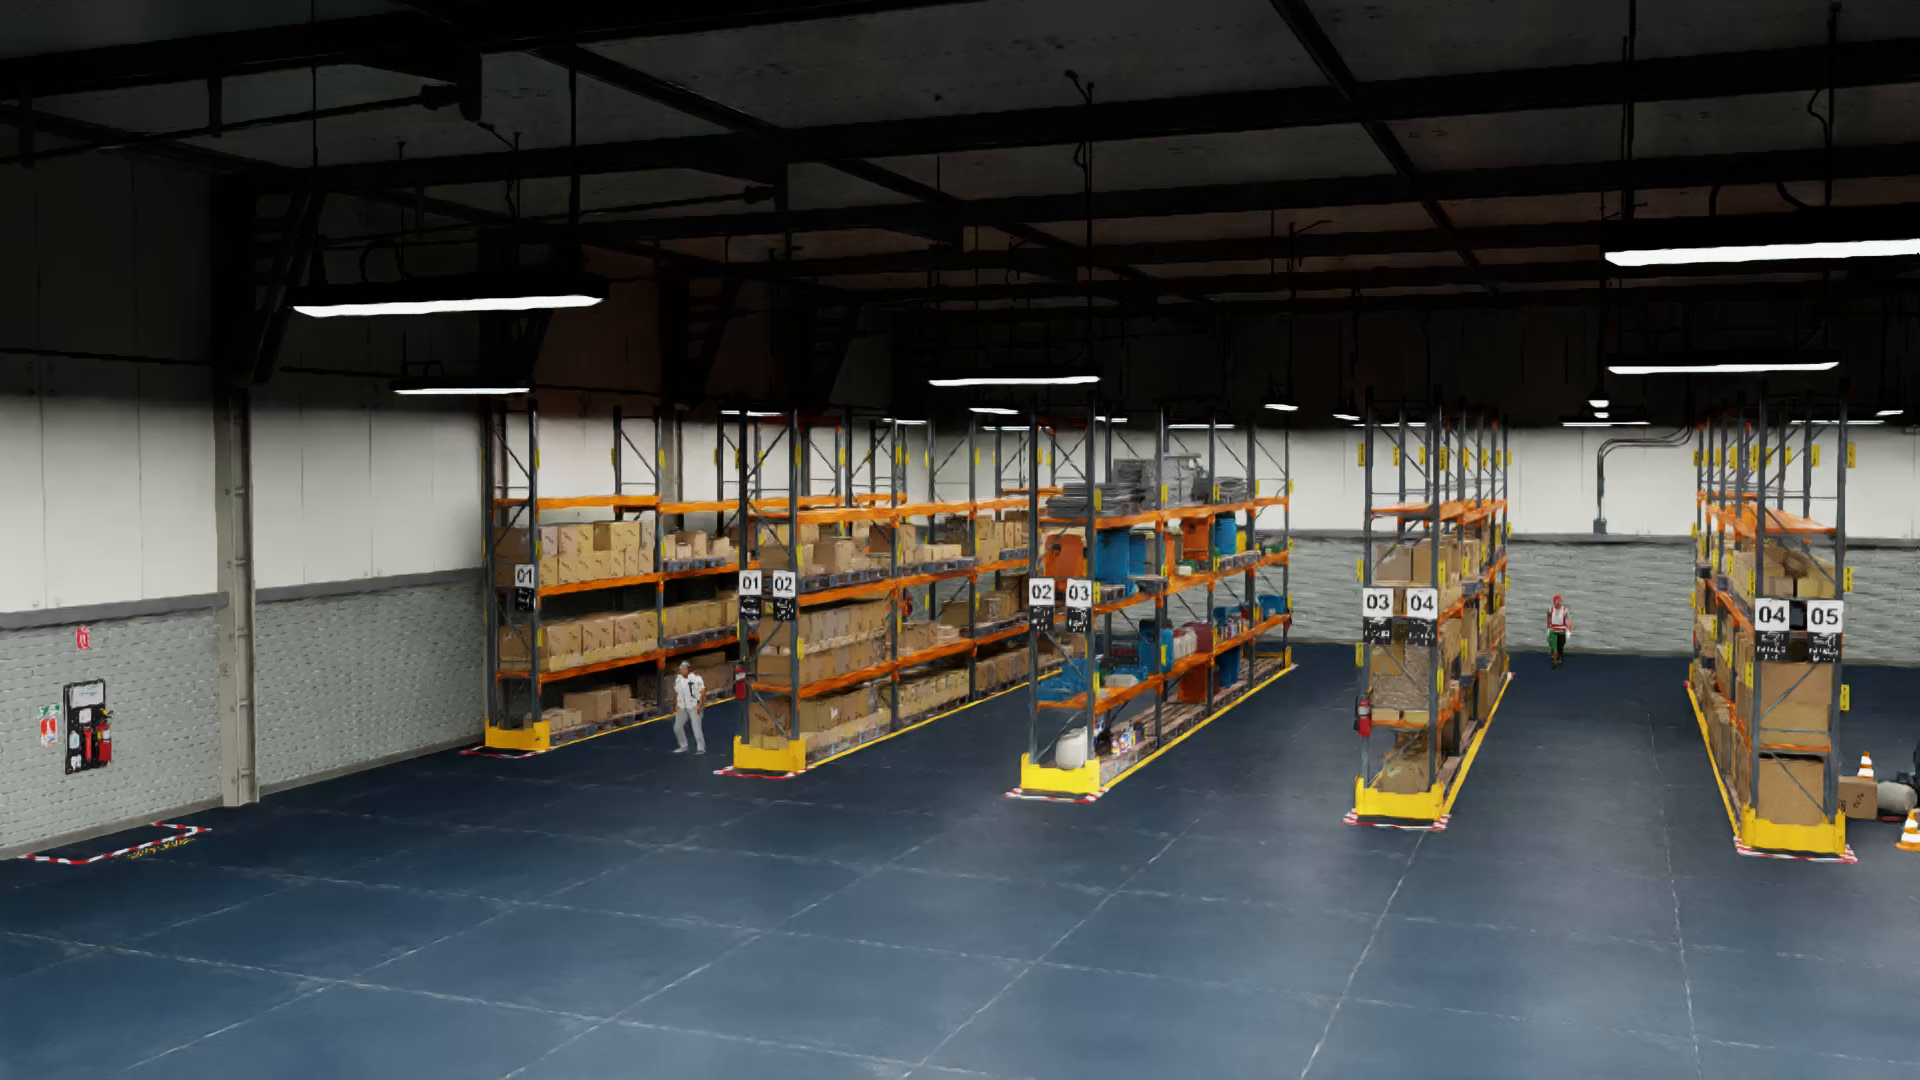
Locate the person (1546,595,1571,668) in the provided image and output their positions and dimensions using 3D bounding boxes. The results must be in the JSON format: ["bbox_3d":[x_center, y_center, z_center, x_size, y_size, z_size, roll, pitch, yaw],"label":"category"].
[{"bbox_3d":[14.317,2.174,39.783,0.567,1.734,1.044,1,3,20],"label":"person"}]

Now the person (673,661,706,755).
[{"bbox_3d":[-4.577,2.822,28.036,0.625,1.611,0.575,1,3,19],"label":"person"}]
